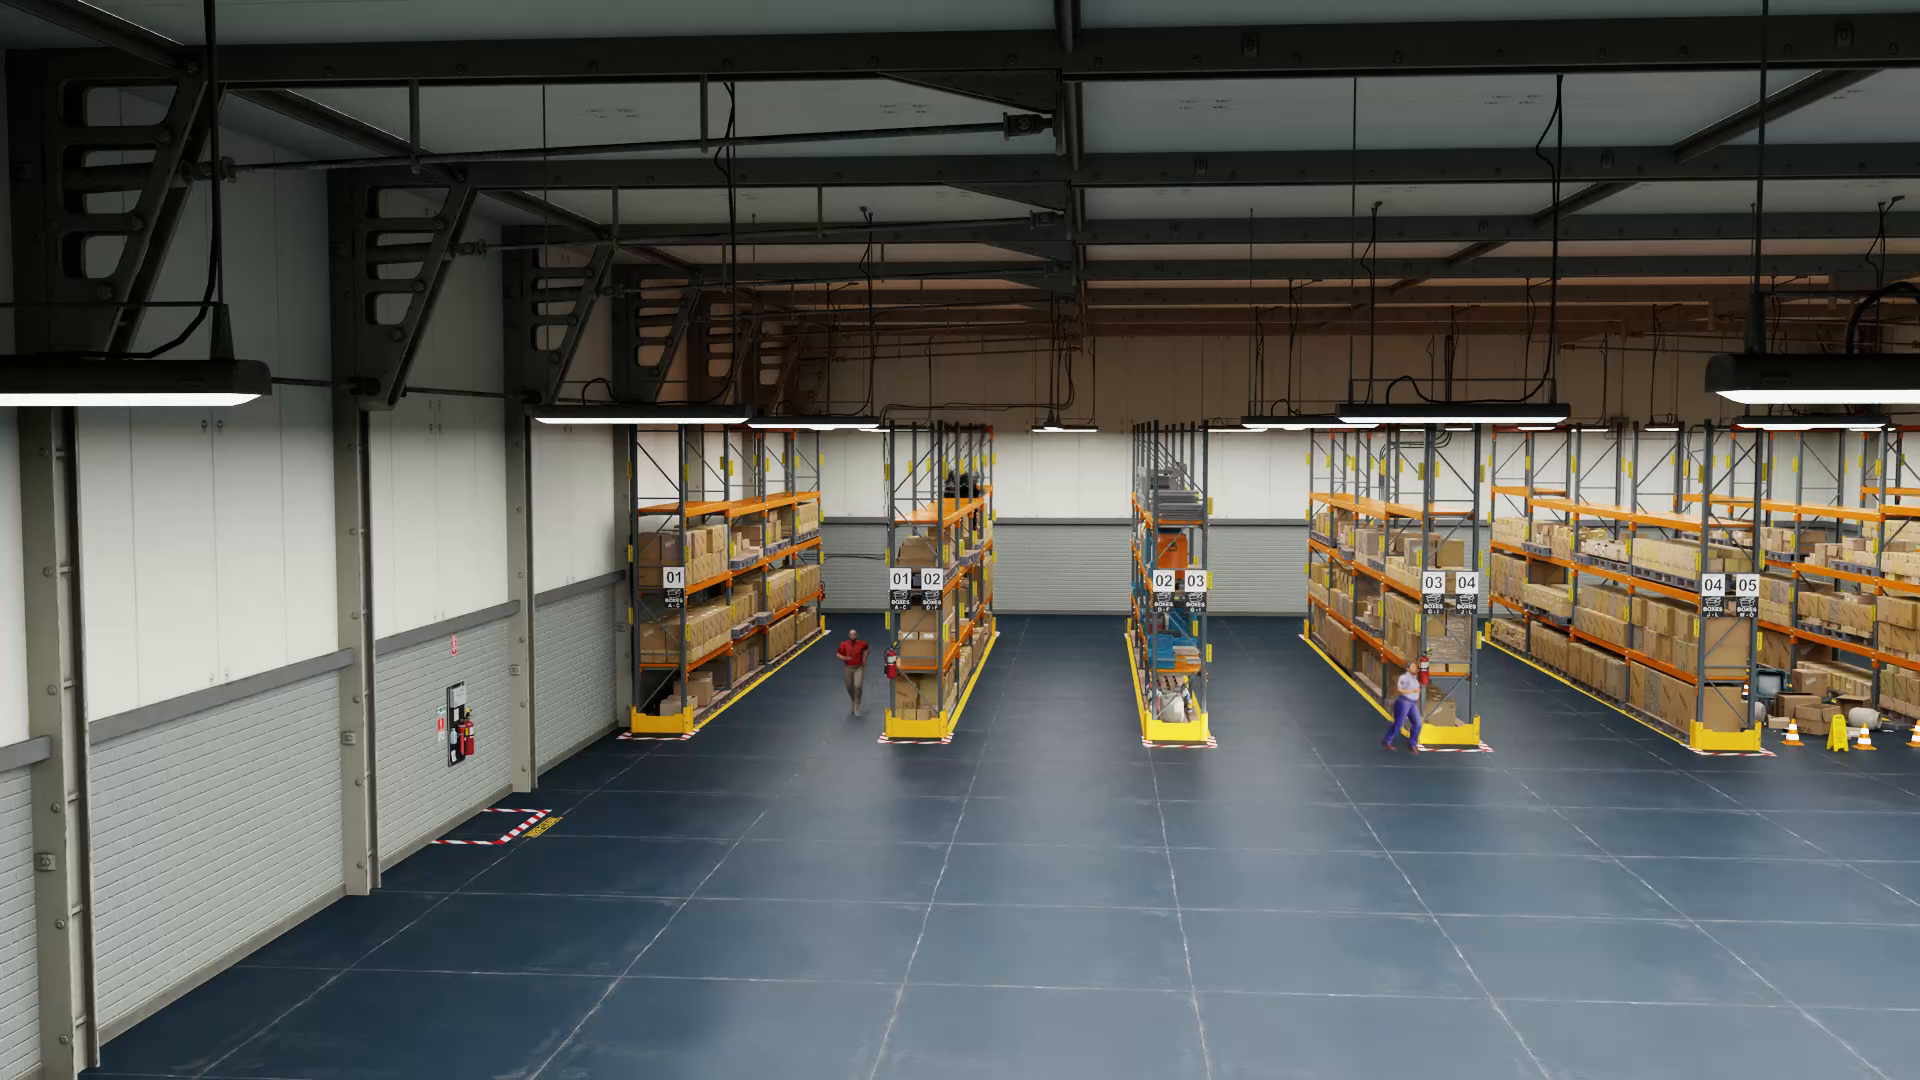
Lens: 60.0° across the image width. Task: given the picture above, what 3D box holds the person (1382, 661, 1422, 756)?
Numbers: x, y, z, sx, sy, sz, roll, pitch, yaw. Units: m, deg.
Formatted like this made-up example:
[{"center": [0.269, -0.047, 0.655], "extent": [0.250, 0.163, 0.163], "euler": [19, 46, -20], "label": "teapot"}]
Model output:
[{"center": [8.020, 3.024, 29.918], "extent": [0.604, 1.709, 0.733], "euler": [-3, 5, -40], "label": "person"}]

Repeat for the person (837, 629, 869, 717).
[{"center": [-2.212, 2.720, 34.184], "extent": [0.626, 1.789, 0.969], "euler": [0, 4, 5], "label": "person"}]
